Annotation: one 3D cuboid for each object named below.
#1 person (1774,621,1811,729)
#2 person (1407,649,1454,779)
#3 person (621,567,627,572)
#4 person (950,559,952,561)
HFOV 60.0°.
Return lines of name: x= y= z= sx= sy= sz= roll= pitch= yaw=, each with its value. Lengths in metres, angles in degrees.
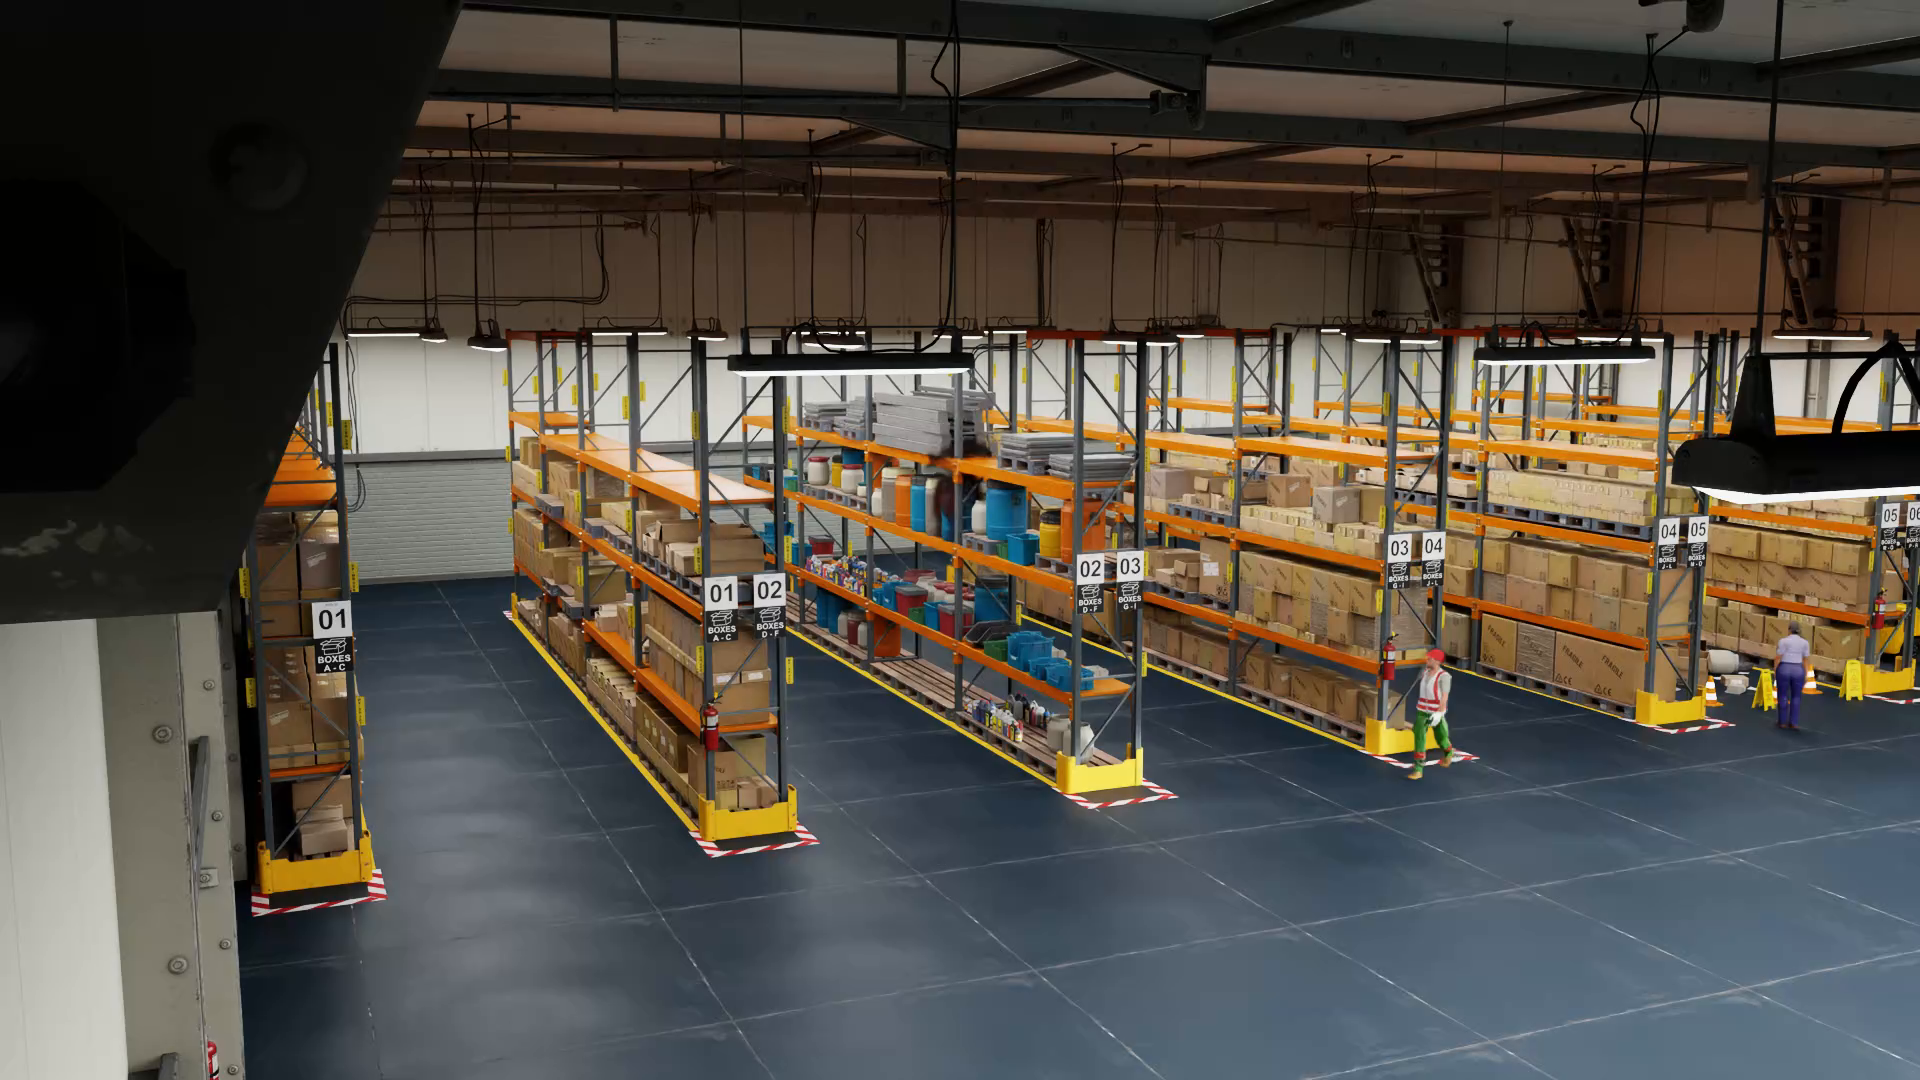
person: x=12.700 y=2.062 z=25.395 sx=0.483 sy=1.658 sz=0.369 roll=2 pitch=8 yaw=15
person: x=6.503 y=2.365 z=22.809 sx=0.477 sy=1.767 sz=0.974 roll=5 pitch=9 yaw=34
person: x=-7.742 y=0.190 z=39.226 sx=0.857 sy=1.615 sz=0.529 roll=0 pitch=8 yaw=-1
person: x=-0.012 y=-0.336 z=42.432 sx=0.600 sy=1.780 sz=0.552 roll=7 pitch=10 yaw=42
